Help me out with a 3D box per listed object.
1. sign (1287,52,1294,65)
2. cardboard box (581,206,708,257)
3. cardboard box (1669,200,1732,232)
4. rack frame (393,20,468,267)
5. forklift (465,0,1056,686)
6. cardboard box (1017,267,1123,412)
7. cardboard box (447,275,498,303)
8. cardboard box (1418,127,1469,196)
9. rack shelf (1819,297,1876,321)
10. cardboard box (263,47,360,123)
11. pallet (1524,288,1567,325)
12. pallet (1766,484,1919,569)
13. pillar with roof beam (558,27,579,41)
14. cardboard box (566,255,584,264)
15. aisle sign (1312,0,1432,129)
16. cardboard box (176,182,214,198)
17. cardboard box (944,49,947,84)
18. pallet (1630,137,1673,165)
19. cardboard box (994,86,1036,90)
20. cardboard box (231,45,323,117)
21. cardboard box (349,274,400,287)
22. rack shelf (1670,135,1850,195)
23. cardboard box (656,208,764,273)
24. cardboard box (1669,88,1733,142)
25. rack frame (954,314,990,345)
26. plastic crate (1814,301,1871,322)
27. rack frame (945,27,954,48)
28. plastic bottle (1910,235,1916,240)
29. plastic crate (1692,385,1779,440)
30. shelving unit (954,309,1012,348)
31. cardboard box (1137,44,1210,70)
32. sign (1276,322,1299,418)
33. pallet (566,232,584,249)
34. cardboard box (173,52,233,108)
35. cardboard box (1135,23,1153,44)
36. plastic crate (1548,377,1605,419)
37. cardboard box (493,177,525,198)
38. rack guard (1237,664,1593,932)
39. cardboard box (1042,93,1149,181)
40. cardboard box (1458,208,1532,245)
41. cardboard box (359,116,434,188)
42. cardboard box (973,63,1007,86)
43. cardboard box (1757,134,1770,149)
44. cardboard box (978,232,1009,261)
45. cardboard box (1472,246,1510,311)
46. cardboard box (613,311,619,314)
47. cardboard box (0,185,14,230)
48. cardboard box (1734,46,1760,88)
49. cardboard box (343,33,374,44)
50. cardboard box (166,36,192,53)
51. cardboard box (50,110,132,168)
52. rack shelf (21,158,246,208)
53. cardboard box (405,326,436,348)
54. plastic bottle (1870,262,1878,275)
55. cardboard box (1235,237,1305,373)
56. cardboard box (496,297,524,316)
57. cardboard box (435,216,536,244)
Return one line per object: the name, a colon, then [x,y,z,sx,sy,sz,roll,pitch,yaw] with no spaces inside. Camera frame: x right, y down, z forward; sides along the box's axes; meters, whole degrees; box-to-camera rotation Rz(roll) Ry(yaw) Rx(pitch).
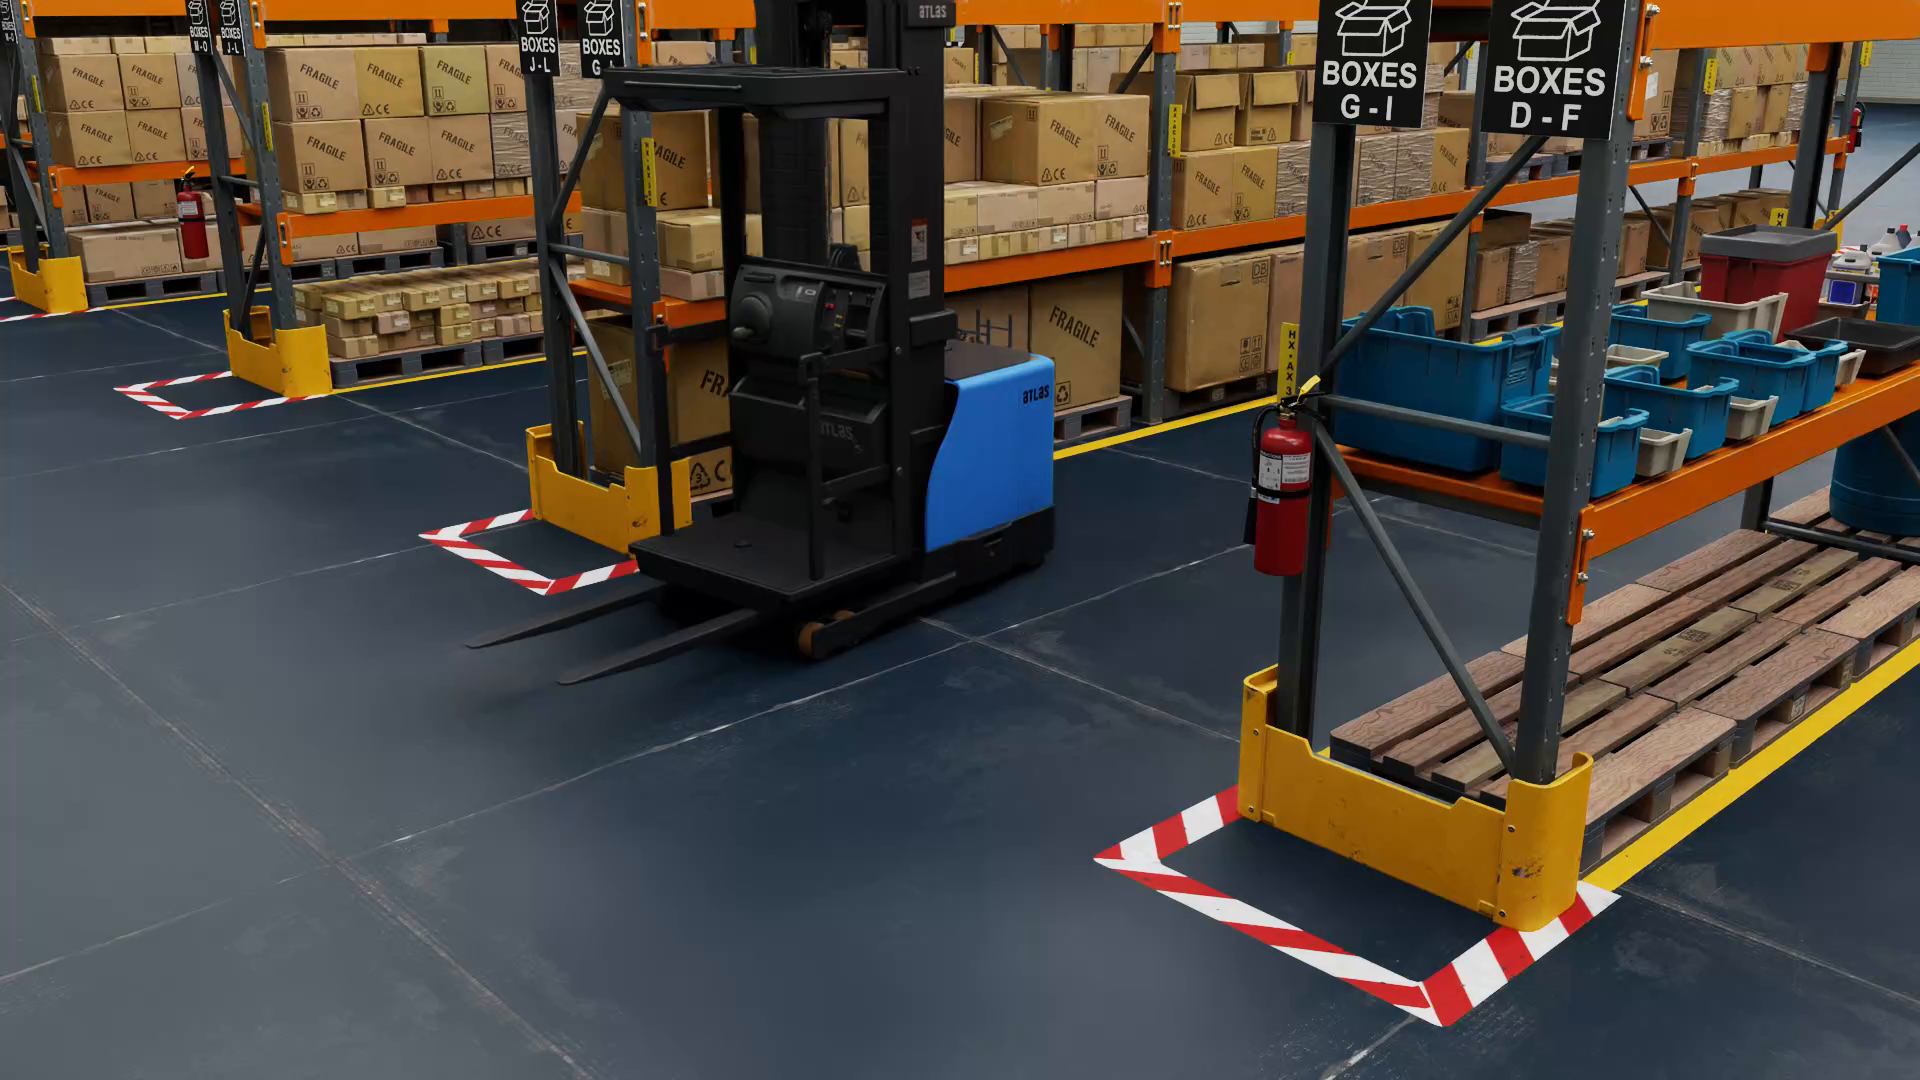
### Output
sign: [3.866,-5.546,19.479,0.005,0.325,0.100,-16,24,-41]
cardboard box: [-1.729,-1.709,9.154,0.500,0.250,0.500,-17,24,-42]
cardboard box: [7.946,-3.379,17.914,0.500,0.500,0.500,15,23,39]
rack frame: [-5.801,-4.546,18.141,0.127,3.000,1.000,-16,24,-41]
forklift: [-0.837,-1.039,7.438,1.130,2.935,3.031,14,23,38]
cardboard box: [0.473,-1.392,11.178,0.875,0.875,0.875,-16,24,-41]
cardboard box: [-3.899,-2.009,13.295,0.250,0.149,0.380,-15,23,-39]
cardboard box: [3.725,-3.060,13.396,0.500,0.500,0.500,-15,23,-39]
rack shelf: [5.863,-1.296,9.286,4.000,0.370,1.077,-16,24,-41]
cardboard box: [-4.725,-3.310,12.066,0.500,0.500,0.500,-16,24,-41]
pallet: [5.369,-2.268,15.638,1.213,0.211,1.003,-16,24,-41]
pallet: [4.999,-0.042,8.773,1.213,0.211,1.003,-16,24,-41]
pillar with roof beam: [-3.022,-8.872,21.758,0.400,9.000,9.100,-16,24,-41]
cardboard box: [-3.284,-2.388,14.462,0.250,0.149,0.380,-17,25,-42]
aisle sign: [1.250,-1.654,5.008,0.004,0.787,0.394,-16,24,-41]
cardboard box: [-9.857,-4.491,21.651,0.500,0.311,0.500,-15,23,-39]
cardboard box: [-0.526,-6.375,22.458,0.500,0.500,0.500,-16,24,-41]
pallet: [6.165,-3.799,16.150,1.213,0.211,1.003,-16,24,-41]
cardboard box: [0.538,-4.462,16.645,0.380,0.149,0.250,17,24,42]
cardboard box: [-5.072,-3.427,12.427,0.500,0.500,0.500,-17,24,-42]
cardboard box: [-4.700,-2.029,13.357,0.250,0.149,0.380,-17,25,-42]
rack shelf: [8.273,-4.101,17.938,4.000,0.370,1.077,-16,24,-41]
cardboard box: [-1.365,-1.588,8.781,0.500,0.250,0.500,-17,25,-42]
cardboard box: [7.190,-4.290,16.710,0.500,0.500,0.875,-16,24,-41]
rack frame: [0.064,-0.596,8.877,0.240,1.200,0.006,14,23,38]
plastic crate: [3.974,-1.051,7.694,0.243,0.136,0.396,-16,24,-41]
rack frame: [-0.495,-8.200,29.412,0.127,3.000,1.000,-16,24,-41]
plastic bottle: [5.106,-1.496,8.936,0.135,0.276,0.152,-16,24,-41]
plastic crate: [2.692,-0.442,5.814,0.298,0.136,0.250,-16,24,-41]
shelving unit: [0.123,-0.618,8.944,0.258,1.200,0.189,14,23,38]
cardboard box: [2.389,-5.353,18.848,0.500,0.500,0.700,-16,24,-40]
sign: [1.114,-0.565,5.598,0.005,0.325,0.100,-16,24,-41]
pallet: [-4.406,-3.659,19.929,1.213,0.211,1.003,-16,24,-41]
cardboard box: [-7.424,-4.481,16.158,0.500,0.500,0.500,-16,24,-41]
cardboard box: [2.697,-7.596,25.283,0.500,0.500,0.700,-17,25,-42]
plastic crate: [2.192,-0.542,6.122,0.243,0.136,0.396,-16,24,-41]
cardboard box: [-3.675,-2.828,13.250,0.250,0.149,0.380,-15,23,-39]
rack guard: [1.495,0.830,5.614,0.348,0.500,1.175,-16,24,-41]
cardboard box: [0.857,-2.594,10.667,0.500,0.500,0.500,-15,23,-39]
cardboard box: [4.758,-2.813,14.920,0.500,0.250,0.500,-13,22,-35]
cardboard box: [-4.346,-2.951,12.580,0.500,0.500,0.500,-16,24,-41]
cardboard box: [0.523,-6.461,23.403,0.500,0.500,0.500,-16,24,-41]
cardboard box: [8.264,-4.199,17.480,0.250,0.149,0.380,-16,24,-41]
cardboard box: [0.077,-1.795,10.064,0.250,0.149,0.380,-17,24,-42]
cardboard box: [4.387,-2.339,14.675,0.700,0.500,0.500,16,24,41]
cardboard box: [-3.047,-2.006,14.251,0.250,0.149,0.380,-17,25,-42]
cardboard box: [-11.611,-3.930,19.610,0.797,0.503,0.637,17,24,42]
cardboard box: [7.684,-4.829,16.750,0.500,0.500,0.500,-16,24,-41]
cardboard box: [-6.261,-5.159,17.196,0.250,0.149,0.380,-16,24,-41]
cardboard box: [-7.517,-4.771,16.001,0.250,0.149,0.380,-16,24,-40]
cardboard box: [-8.162,-3.783,15.626,0.500,0.500,0.500,-17,24,-41]
rack shelf: [-7.255,-3.780,16.945,4.000,0.370,1.077,-16,24,-41]
cardboard box: [-4.323,-1.621,13.062,0.250,0.149,0.380,-16,24,-40]
plastic bottle: [4.679,-1.322,8.519,0.097,0.201,0.097,0,18,0]
cardboard box: [2.107,-1.843,12.571,1.225,0.875,0.875,17,24,42]
cardboard box: [-3.765,-1.940,13.564,0.250,0.149,0.380,-15,23,-38]
cardboard box: [-5.406,-3.884,18.864,0.875,0.875,0.875,-15,23,-39]
